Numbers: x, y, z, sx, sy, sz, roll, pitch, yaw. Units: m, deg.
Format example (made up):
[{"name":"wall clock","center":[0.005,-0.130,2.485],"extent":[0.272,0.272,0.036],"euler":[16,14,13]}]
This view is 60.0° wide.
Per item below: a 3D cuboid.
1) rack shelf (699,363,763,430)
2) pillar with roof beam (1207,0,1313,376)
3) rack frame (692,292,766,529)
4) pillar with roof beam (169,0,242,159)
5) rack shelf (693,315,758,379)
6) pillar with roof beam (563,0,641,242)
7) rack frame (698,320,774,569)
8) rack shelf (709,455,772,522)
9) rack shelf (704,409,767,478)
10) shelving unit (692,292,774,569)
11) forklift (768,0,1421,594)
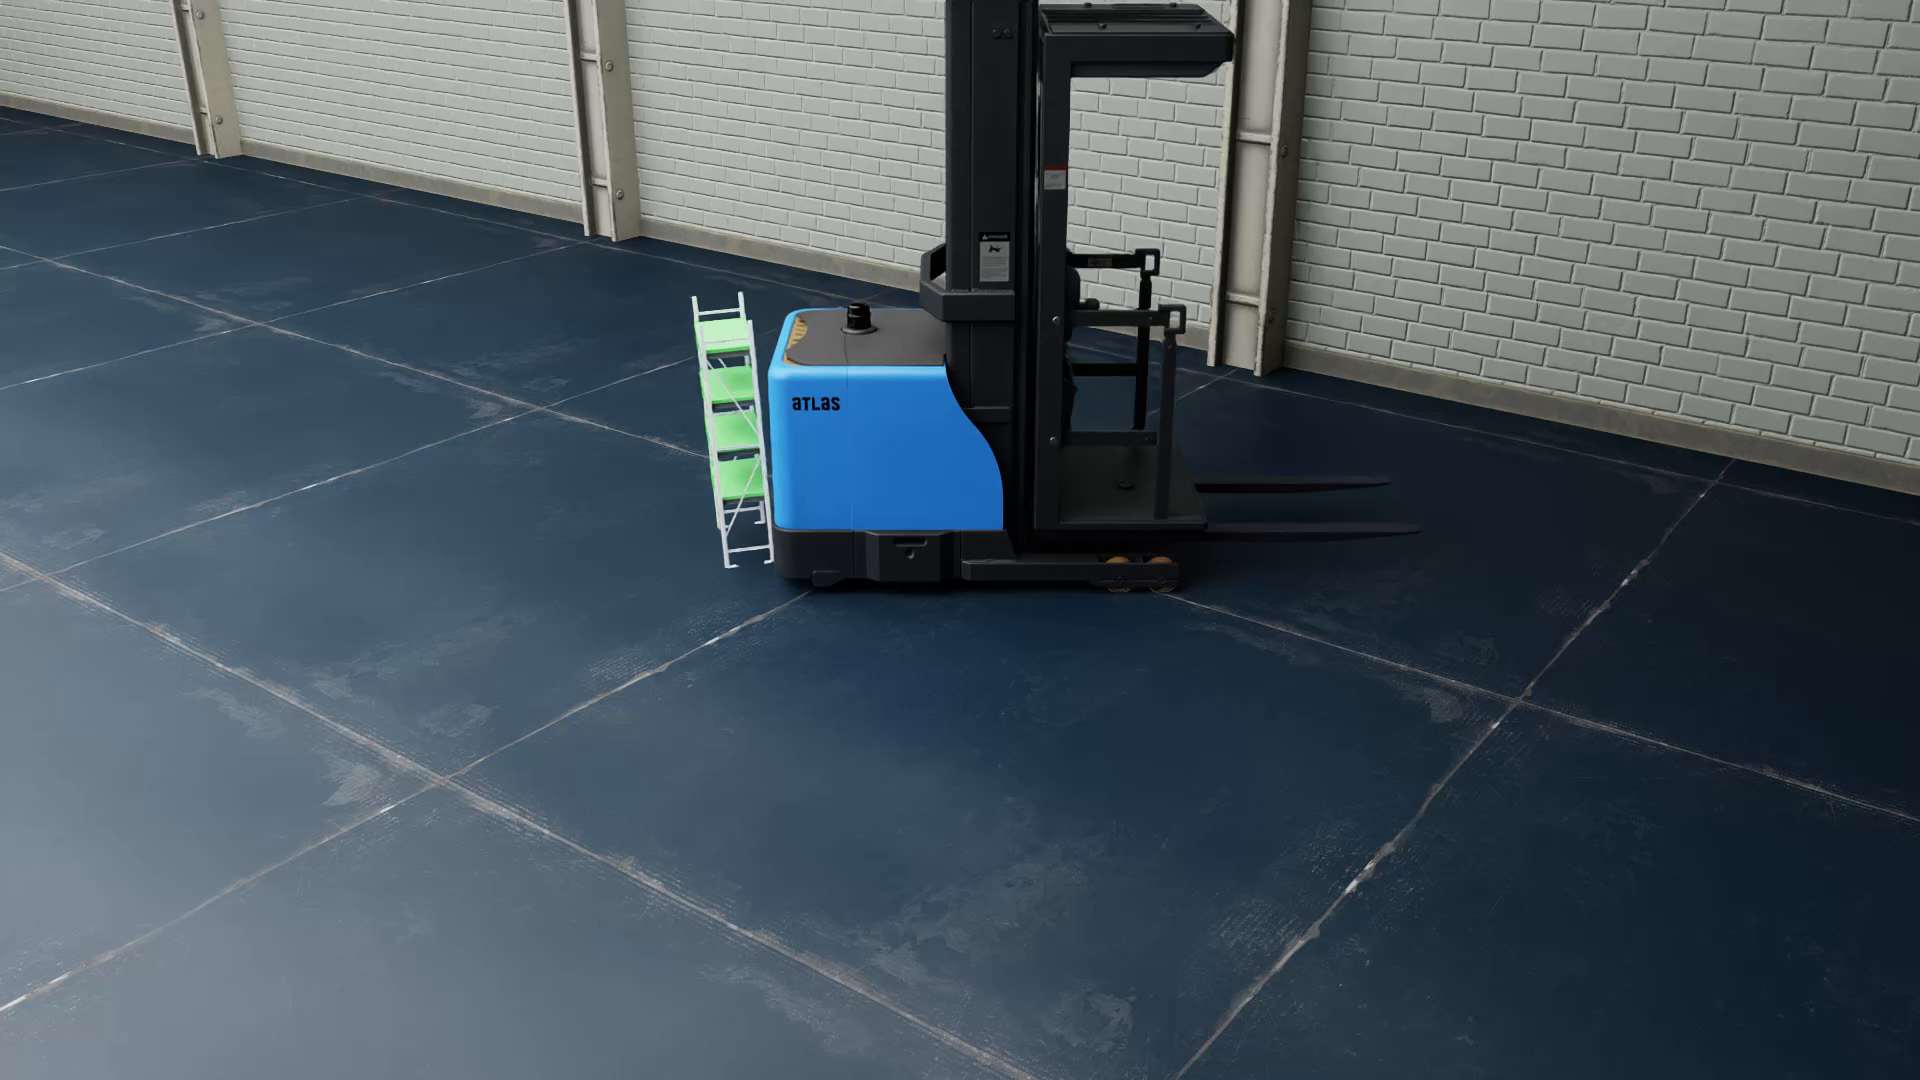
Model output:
[{"name":"rack shelf","center":[-1.086,-0.684,7.865],"extent":[0.258,0.148,0.480],"euler":[-7,25,-10]},{"name":"pillar with roof beam","center":[-0.724,-3.871,5.875],"extent":[0.400,9.000,9.100],"euler":[17,29,33]},{"name":"rack frame","center":[-1.128,-0.620,8.156],"extent":[0.240,1.200,0.015],"euler":[-7,25,-10]},{"name":"pillar with roof beam","center":[-10.326,-6.773,12.461],"extent":[0.400,9.000,9.100],"euler":[17,29,33]},{"name":"rack shelf","center":[-1.097,-0.903,7.766],"extent":[0.258,0.148,0.480],"euler":[-7,25,-10]},{"name":"pillar with roof beam","center":[-5.525,-5.322,9.168],"extent":[0.400,9.000,9.100],"euler":[17,29,33]},{"name":"rack frame","center":[-1.030,-0.428,7.719],"extent":[0.240,1.200,0.015],"euler":[-7,25,-10]},{"name":"rack shelf","center":[-1.066,-0.247,8.062],"extent":[0.258,0.148,0.480],"euler":[-7,25,-10]},{"name":"rack shelf","center":[-1.076,-0.466,7.963],"extent":[0.258,0.148,0.480],"euler":[-7,25,-10]},{"name":"shelving unit","center":[-1.079,-0.524,7.937],"extent":[0.258,1.200,0.503],"euler":[-7,25,-10]},{"name":"forklift","center":[0.648,-1.310,7.587],"extent":[3.031,2.935,1.130],"euler":[0,24,0]}]
